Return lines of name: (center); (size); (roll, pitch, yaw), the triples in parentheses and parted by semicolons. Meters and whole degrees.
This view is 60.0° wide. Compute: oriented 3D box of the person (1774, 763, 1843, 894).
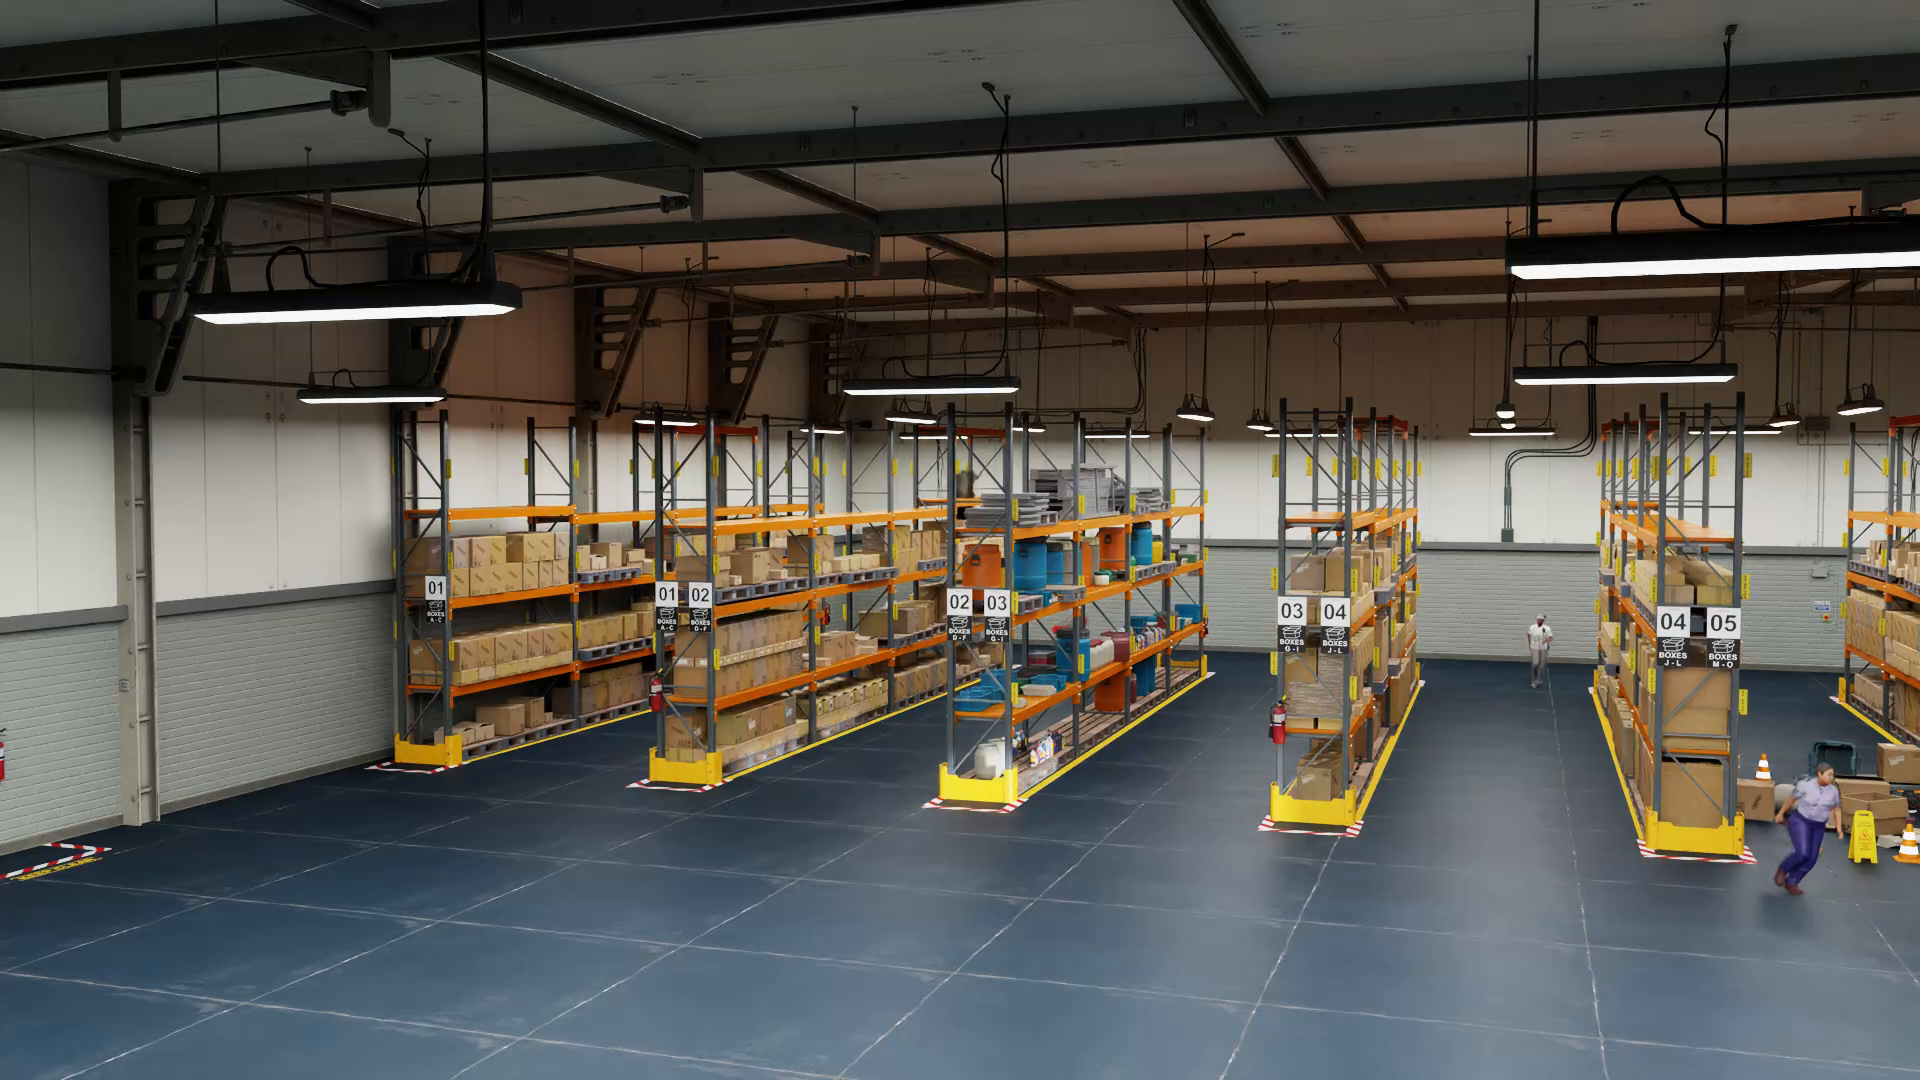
person: (9.967, 3.374, 19.515); (0.642, 1.576, 0.688); (0, 2, -7)

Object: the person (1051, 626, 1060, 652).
person: (2.279, 2.625, 35.961); (0.687, 1.608, 1.093); (2, 3, 38)

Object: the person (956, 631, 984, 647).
person: (0.303, 2.290, 43.488); (1.052, 1.735, 0.748); (1, 3, 24)

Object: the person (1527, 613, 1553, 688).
person: (13.299, 2.541, 38.111); (0.547, 1.741, 0.720); (1, 3, 16)
